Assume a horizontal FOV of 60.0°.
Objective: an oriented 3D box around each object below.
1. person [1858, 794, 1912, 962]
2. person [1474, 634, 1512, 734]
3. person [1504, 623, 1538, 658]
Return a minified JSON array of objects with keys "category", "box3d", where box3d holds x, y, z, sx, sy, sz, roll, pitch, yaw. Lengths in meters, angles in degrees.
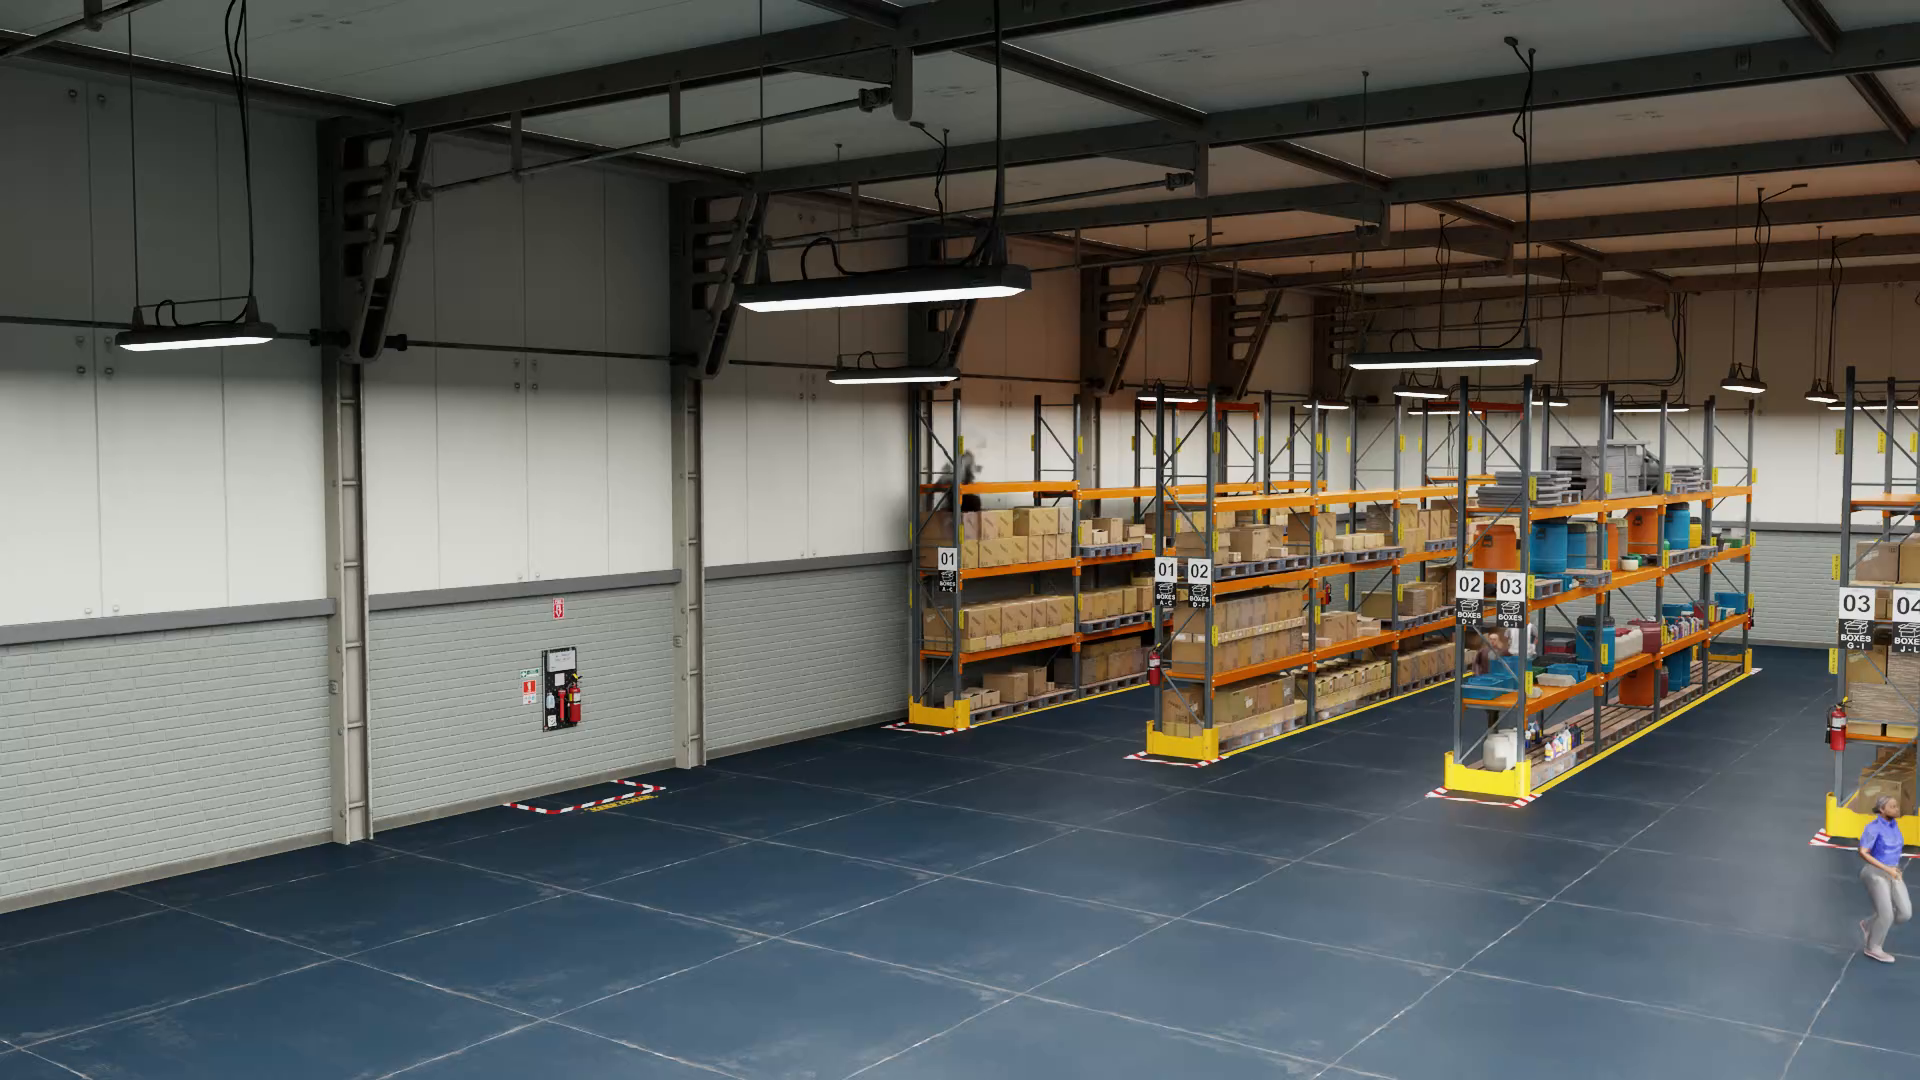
[{"category":"person","box3d":[8.963,3.279,16.125,0.593,1.605,0.523,-2,4,-28]},{"category":"person","box3d":[9.276,2.496,28.940,0.709,1.737,0.640,2,4,31]},{"category":"person","box3d":[11.066,2.247,32.831,0.662,1.767,0.633,1,4,24]}]
